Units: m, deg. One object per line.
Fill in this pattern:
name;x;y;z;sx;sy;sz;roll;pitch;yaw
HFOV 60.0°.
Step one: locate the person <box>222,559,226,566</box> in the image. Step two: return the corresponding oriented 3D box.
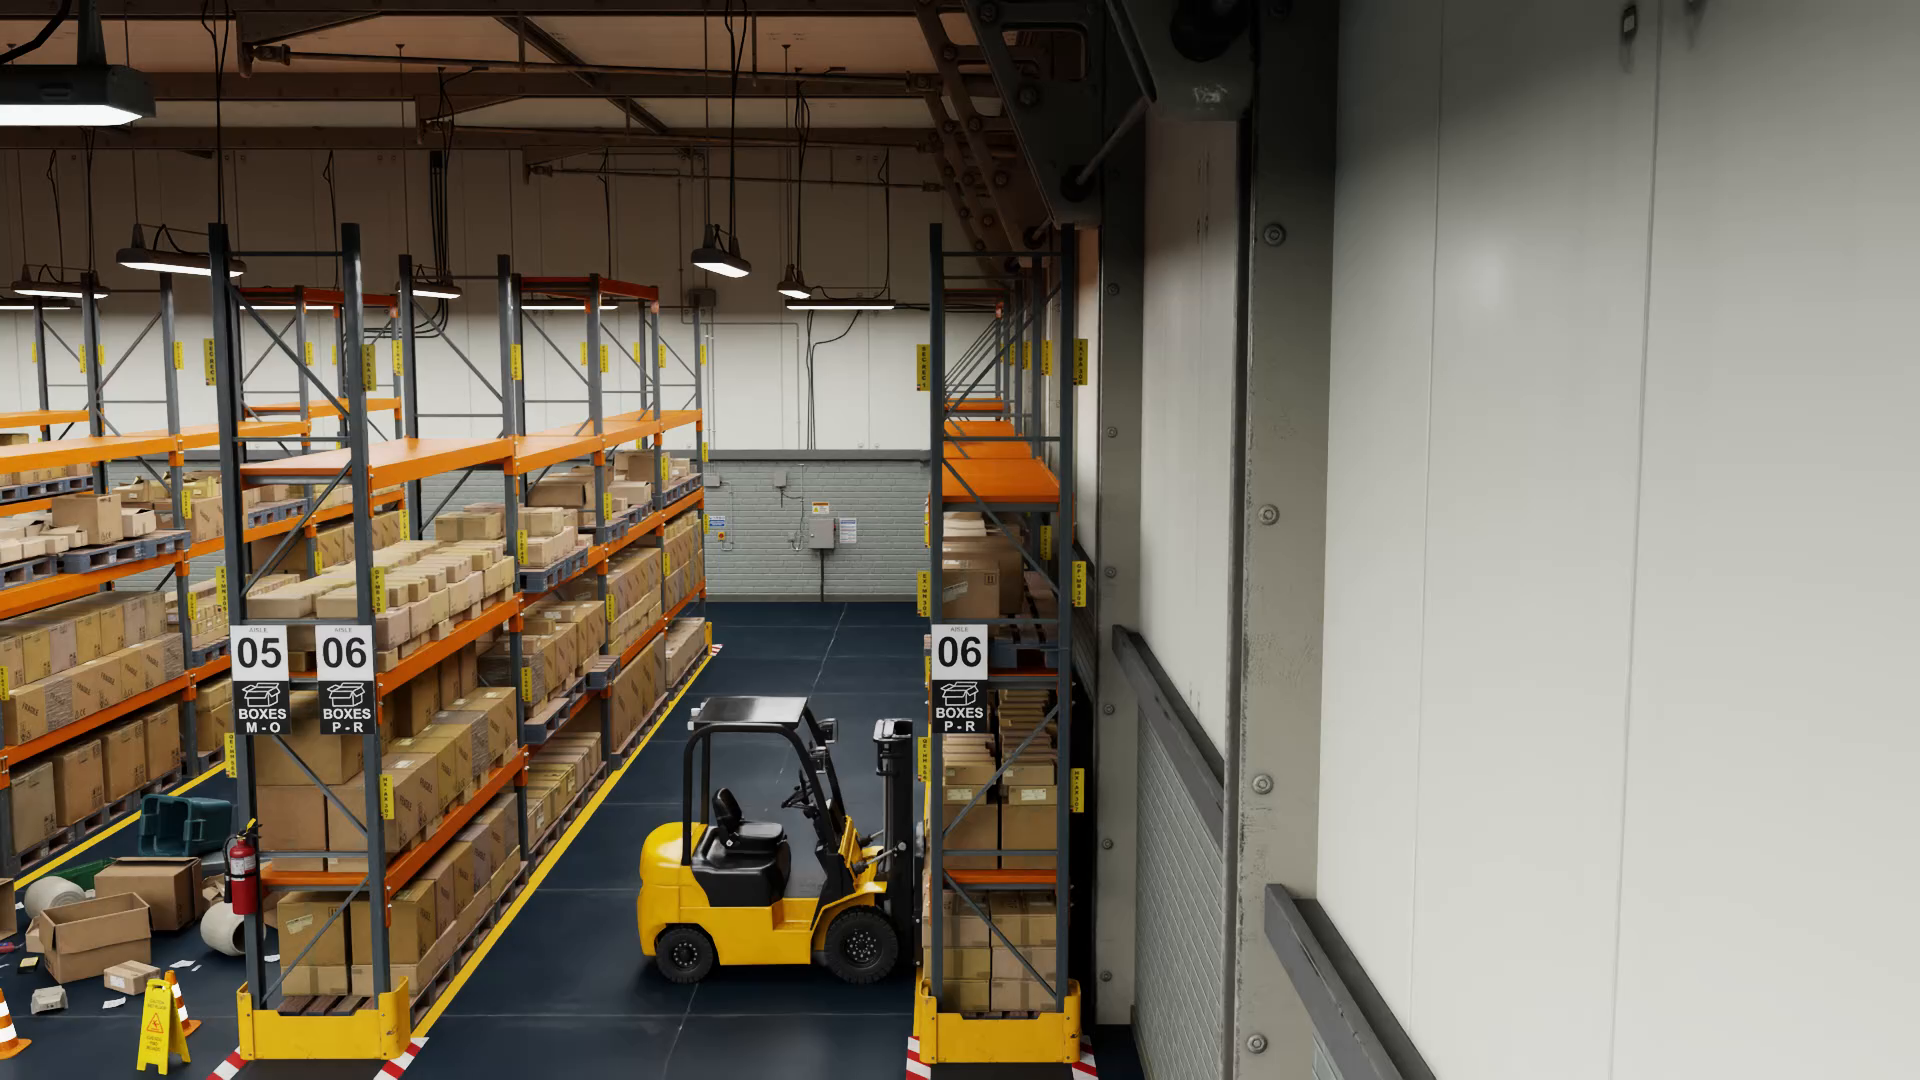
person;-12.774;0.886;29.433;0.705;1.756;0.983;0;7;1
